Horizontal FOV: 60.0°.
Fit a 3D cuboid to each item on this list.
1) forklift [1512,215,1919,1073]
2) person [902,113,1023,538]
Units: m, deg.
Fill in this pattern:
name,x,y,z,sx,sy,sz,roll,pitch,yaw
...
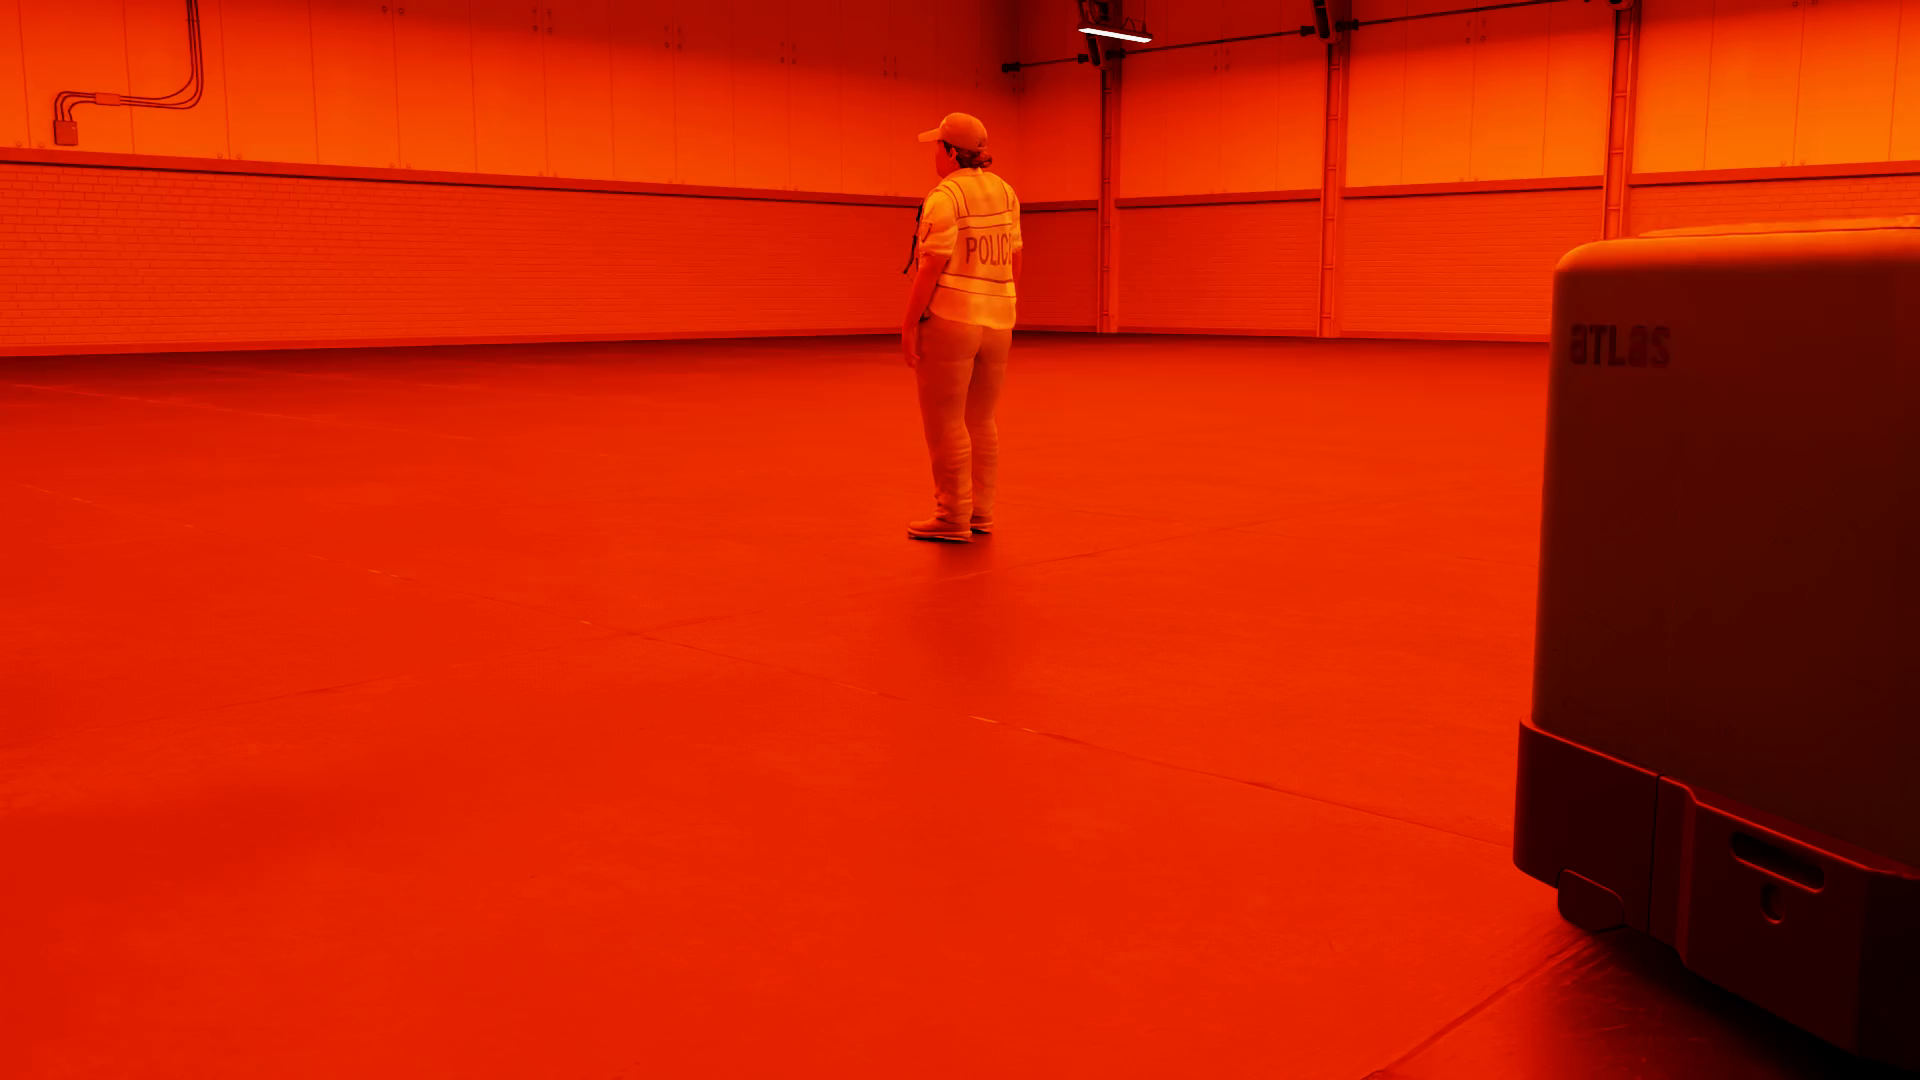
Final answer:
name,x,y,z,sx,sy,sz,roll,pitch,yaw
forklift,1.868,-0.669,1.317,1.130,2.935,3.031,-3,9,-19
person,-0.039,-0.841,6.661,0.529,1.670,0.598,8,12,43
